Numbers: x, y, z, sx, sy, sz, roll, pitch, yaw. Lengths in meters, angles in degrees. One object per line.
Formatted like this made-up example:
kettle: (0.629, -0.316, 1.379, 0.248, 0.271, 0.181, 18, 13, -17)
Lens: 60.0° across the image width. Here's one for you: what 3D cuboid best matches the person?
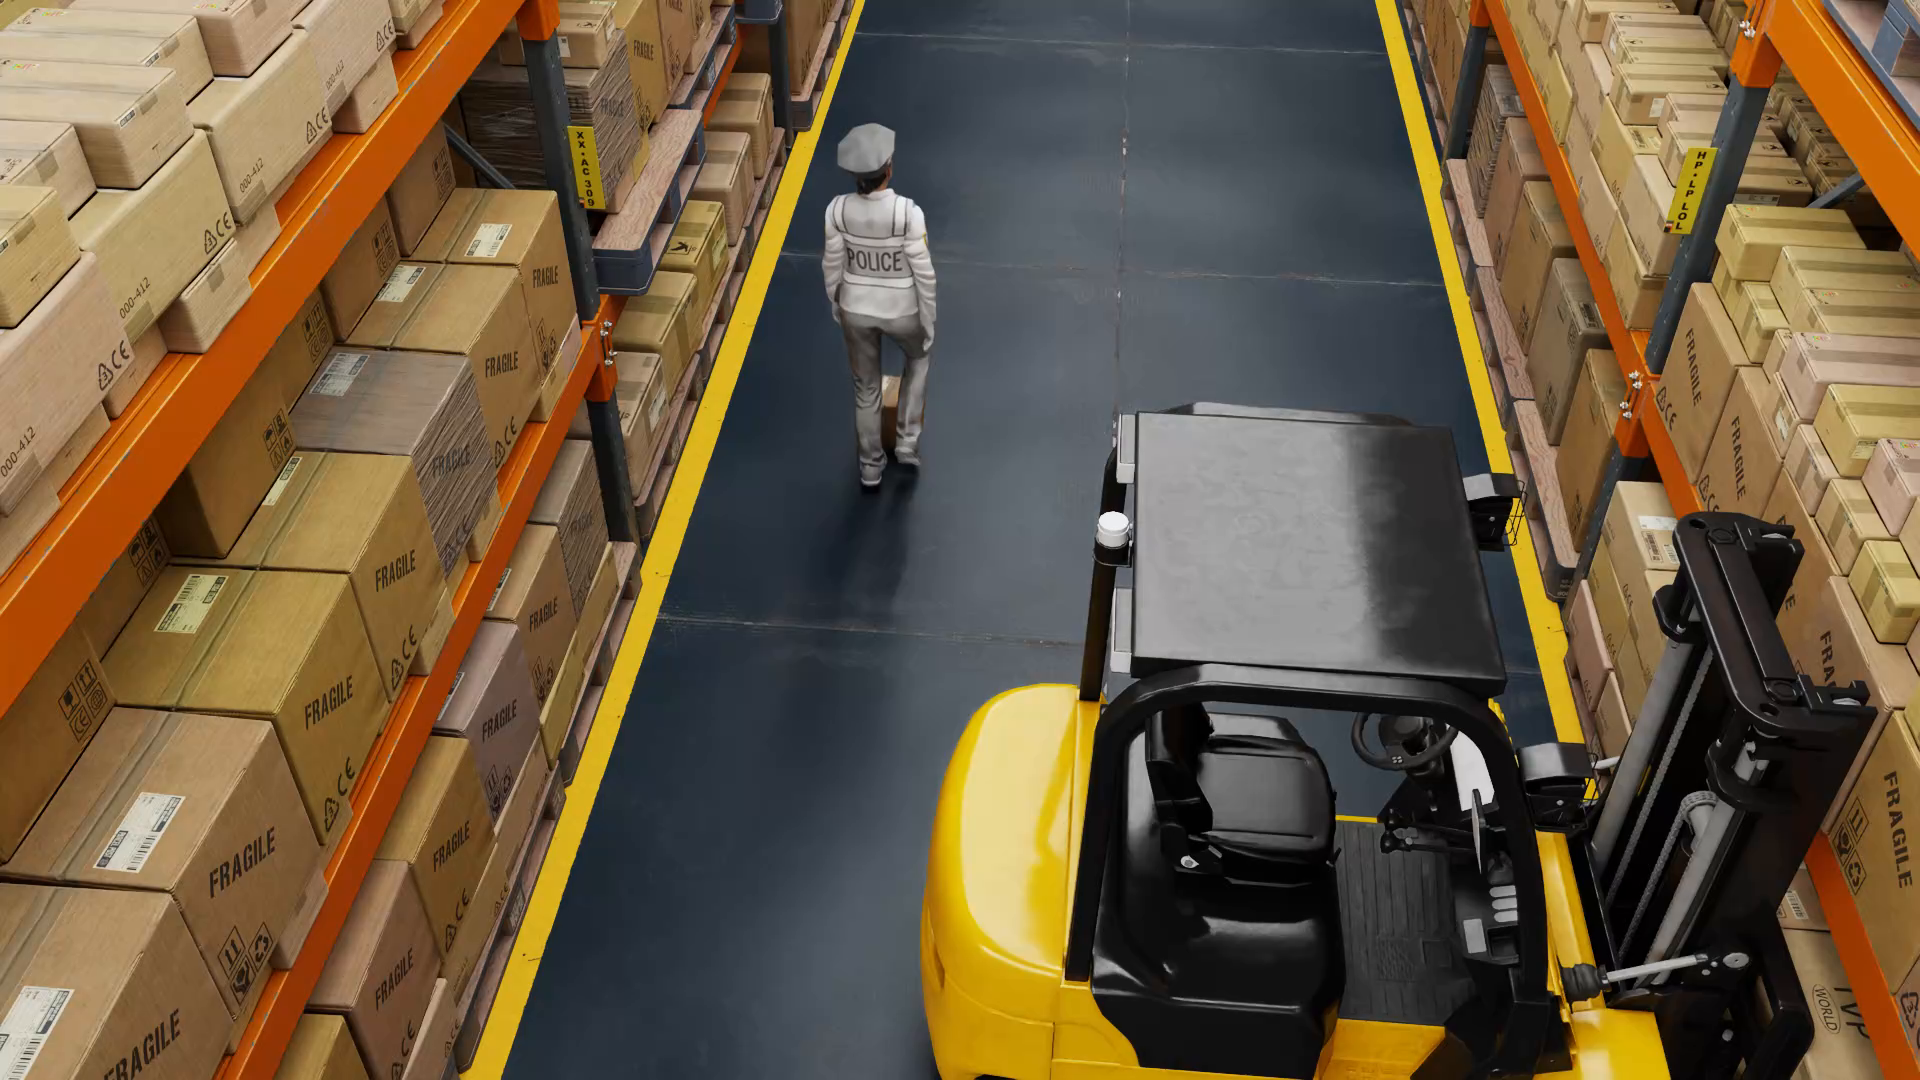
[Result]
person: (-0.348, -0.990, 7.282, 0.513, 1.702, 0.410, 5, 41, 6)
